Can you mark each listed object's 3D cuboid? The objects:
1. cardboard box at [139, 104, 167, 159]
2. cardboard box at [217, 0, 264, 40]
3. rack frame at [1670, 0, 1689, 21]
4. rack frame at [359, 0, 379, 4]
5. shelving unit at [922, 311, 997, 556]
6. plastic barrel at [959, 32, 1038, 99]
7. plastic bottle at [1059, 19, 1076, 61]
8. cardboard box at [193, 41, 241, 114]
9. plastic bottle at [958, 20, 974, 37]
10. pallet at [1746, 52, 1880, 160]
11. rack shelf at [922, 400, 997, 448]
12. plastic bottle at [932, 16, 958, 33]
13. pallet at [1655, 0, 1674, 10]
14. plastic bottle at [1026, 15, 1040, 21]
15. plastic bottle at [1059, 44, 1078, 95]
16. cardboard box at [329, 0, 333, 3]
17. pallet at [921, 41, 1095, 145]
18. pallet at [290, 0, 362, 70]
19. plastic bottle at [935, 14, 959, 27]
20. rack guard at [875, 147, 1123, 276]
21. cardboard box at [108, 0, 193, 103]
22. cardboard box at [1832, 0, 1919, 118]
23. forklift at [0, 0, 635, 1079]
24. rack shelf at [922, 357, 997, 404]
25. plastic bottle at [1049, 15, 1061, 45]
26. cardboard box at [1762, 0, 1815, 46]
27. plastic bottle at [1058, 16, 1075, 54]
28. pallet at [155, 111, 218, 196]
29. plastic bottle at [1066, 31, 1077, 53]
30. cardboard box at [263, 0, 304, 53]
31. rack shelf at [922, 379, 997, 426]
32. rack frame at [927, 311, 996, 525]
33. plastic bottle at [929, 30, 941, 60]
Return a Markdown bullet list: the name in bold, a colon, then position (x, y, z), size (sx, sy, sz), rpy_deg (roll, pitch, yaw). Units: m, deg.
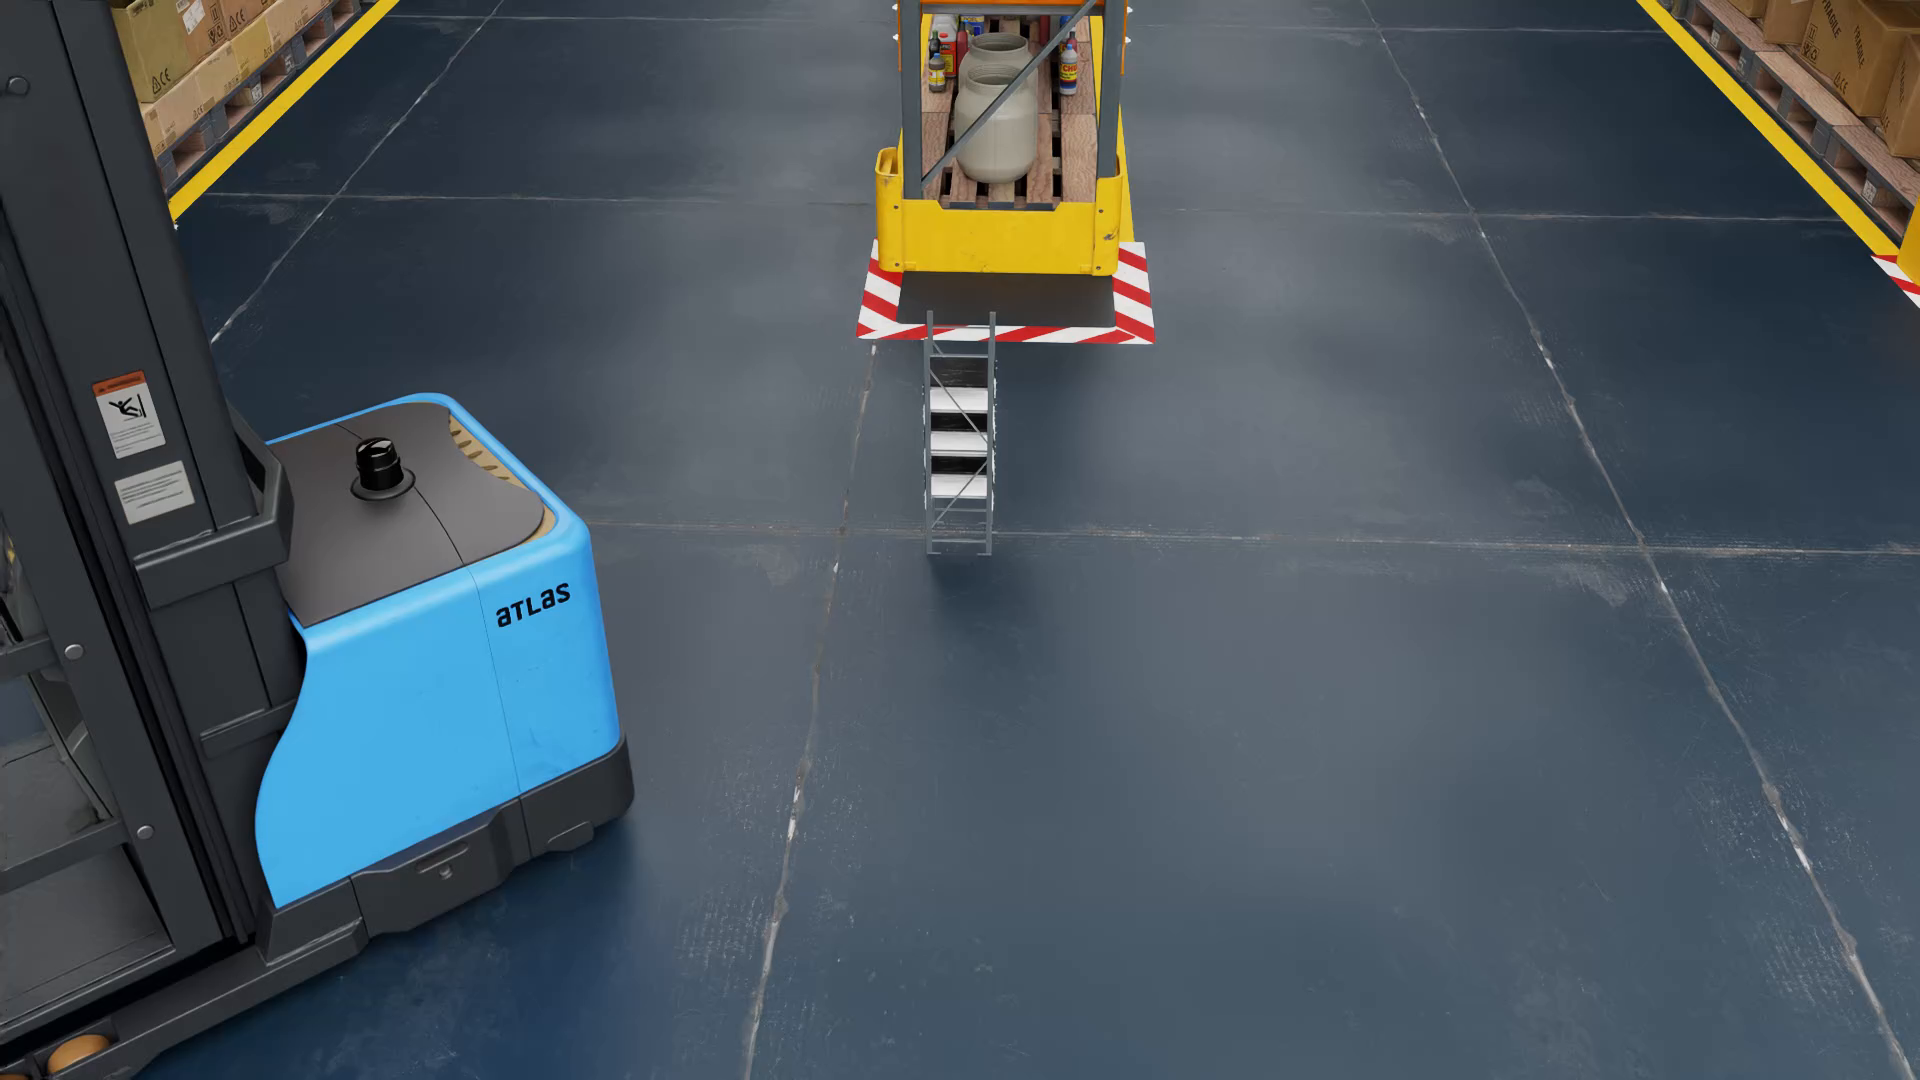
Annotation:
- **cardboard box**: position (-4.472, -2.043, 8.575), size (0.500, 0.250, 0.500), rpy_deg (1, 35, 2)
- **cardboard box**: position (-4.410, -3.212, 9.586), size (0.500, 0.500, 0.500), rpy_deg (1, 35, 2)
- **rack frame**: position (5.343, -4.761, 10.415), size (1.000, 3.000, 0.127), rpy_deg (1, 35, 2)
- **rack frame**: position (-4.556, -4.992, 10.744), size (1.000, 3.000, 0.127), rpy_deg (1, 35, 2)
- **shelving unit**: position (0.000, -0.373, 5.998), size (0.258, 0.900, 0.210), rpy_deg (1, 35, 2)
- **plastic barrel**: position (0.203, -2.399, 8.853), size (0.421, 0.512, 0.421), rpy_deg (0, 35, 0)
- **plastic bottle**: position (0.635, -2.930, 9.800), size (0.097, 0.271, 0.097), rpy_deg (0, 35, 0)
- **cardboard box**: position (-4.436, -2.618, 9.393), size (0.500, 0.250, 0.500), rpy_deg (1, 35, 2)
- **plastic bottle**: position (0.037, -3.019, 9.988), size (0.097, 0.201, 0.097), rpy_deg (0, 35, 0)
- **pallet**: position (5.305, -2.531, 9.667), size (1.003, 0.211, 1.213), rpy_deg (1, 35, 2)
- **rack shelf**: position (0.000, -0.419, 5.965), size (0.258, 0.077, 0.200), rpy_deg (1, 35, 2)
- **plastic bottle**: position (-0.088, -2.932, 9.799), size (0.152, 0.276, 0.135), rpy_deg (0, 35, 1)
- **pallet**: position (5.372, -4.067, 11.854), size (1.003, 0.211, 1.213), rpy_deg (1, 35, 2)
- **plastic bottle**: position (0.499, -3.443, 10.526), size (0.152, 0.276, 0.135), rpy_deg (1, 35, 2)
- **plastic bottle**: position (0.617, -2.675, 9.438), size (0.097, 0.271, 0.097), rpy_deg (0, 35, 0)
- **cardboard box**: position (-4.356, -3.767, 11.028), size (0.500, 0.250, 0.500), rpy_deg (1, 35, 2)
- **pallet**: position (0.279, -2.647, 9.832), size (1.003, 0.211, 1.213), rpy_deg (1, 35, 2)
- **pallet**: position (-4.629, -3.395, 10.897), size (1.003, 0.211, 1.213), rpy_deg (1, 35, 2)
- **plastic bottle**: position (-0.078, -3.165, 10.065), size (0.144, 0.351, 0.185), rpy_deg (1, 35, 2)
- **rack guard**: position (0.189, -1.599, 8.091), size (1.175, 0.500, 0.348), rpy_deg (1, 35, 2)
- **cardboard box**: position (-4.454, -2.638, 8.768), size (0.500, 0.500, 0.500), rpy_deg (1, 35, 2)
- **cardboard box**: position (5.258, -2.674, 9.254), size (0.500, 0.500, 0.500), rpy_deg (4, 35, 6)
- **forklift**: position (-2.455, -0.052, 3.774), size (3.031, 2.935, 1.130), rpy_deg (-24, 42, -30)
- **rack shelf**: position (0.000, -0.566, 5.862), size (0.258, 0.077, 0.200), rpy_deg (1, 35, 2)
- **plastic bottle**: position (0.625, -3.175, 10.145), size (0.152, 0.276, 0.135), rpy_deg (2, 35, 3)
- **cardboard box**: position (5.271, -3.352, 10.219), size (0.500, 0.500, 0.500), rpy_deg (12, 37, 17)
- **plastic bottle**: position (0.643, -3.046, 9.966), size (0.097, 0.271, 0.097), rpy_deg (0, 35, 0)
- **pallet**: position (-4.727, -1.993, 8.902), size (1.003, 0.211, 1.213), rpy_deg (1, 35, 2)
- **plastic bottle**: position (0.644, -2.810, 9.619), size (0.061, 0.283, 0.133), rpy_deg (2, 35, 3)
- **cardboard box**: position (-4.391, -3.193, 10.210), size (0.500, 0.250, 0.500), rpy_deg (1, 35, 2)
- **rack shelf**: position (0.000, -0.493, 5.914), size (0.258, 0.077, 0.200), rpy_deg (1, 35, 2)
- **rack frame**: position (0.004, -0.431, 6.081), size (0.240, 0.900, 0.006), rpy_deg (1, 35, 2)
- **plastic bottle**: position (-0.145, -2.779, 9.575), size (0.061, 0.283, 0.133), rpy_deg (2, 35, 3)
